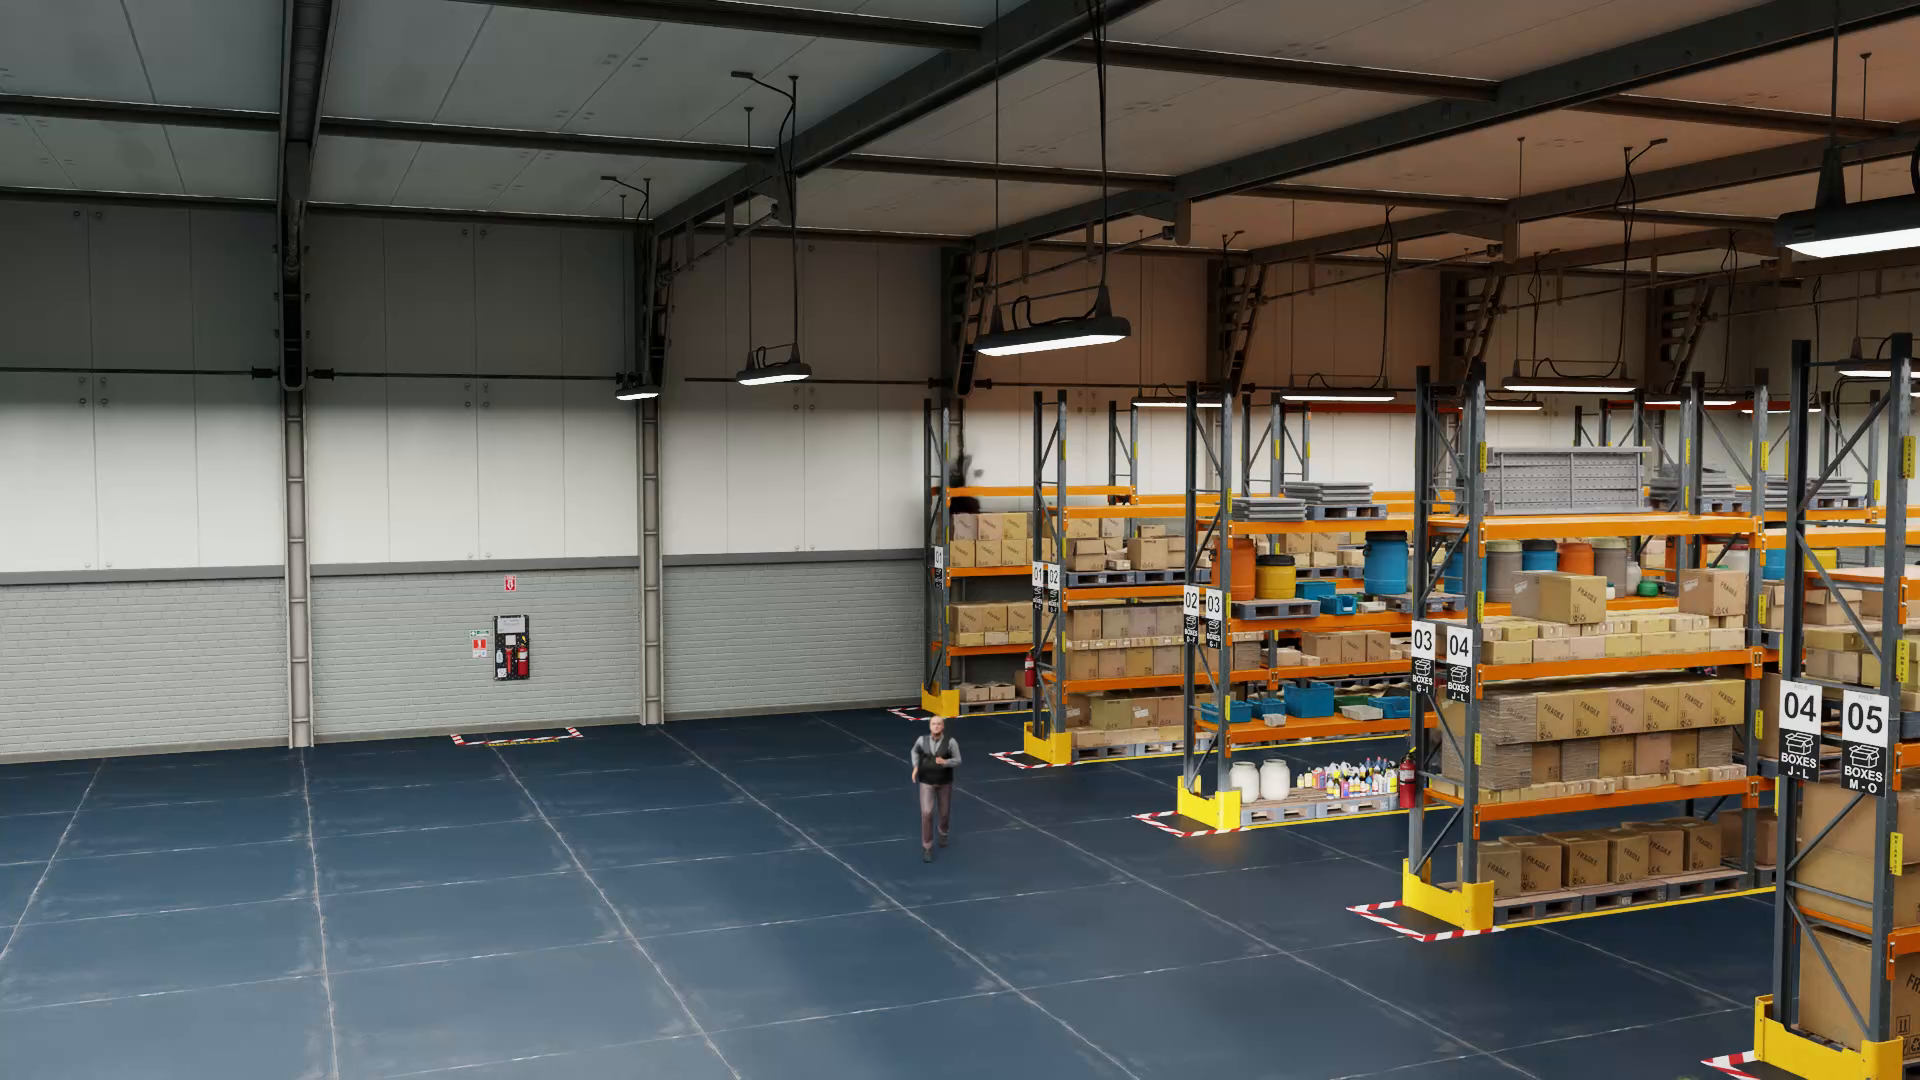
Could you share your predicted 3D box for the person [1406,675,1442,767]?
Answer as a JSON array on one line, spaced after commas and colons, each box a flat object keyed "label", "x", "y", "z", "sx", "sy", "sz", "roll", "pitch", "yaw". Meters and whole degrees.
[{"label": "person", "x": 7.352, "y": 2.776, "z": 26.161, "sx": 0.762, "sy": 1.798, "sz": 0.631, "roll": -2, "pitch": 4, "yaw": -30}]

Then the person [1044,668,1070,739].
[{"label": "person", "x": 1.801, "y": 2.617, "z": 29.068, "sx": 0.790, "sy": 1.705, "sz": 0.591, "roll": -2, "pitch": 4, "yaw": -28}]

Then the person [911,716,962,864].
[{"label": "person", "x": -0.299, "y": 3.067, "z": 20.737, "sx": 0.638, "sy": 1.751, "sz": 0.877, "roll": 0, "pitch": 3, "yaw": 1}]
